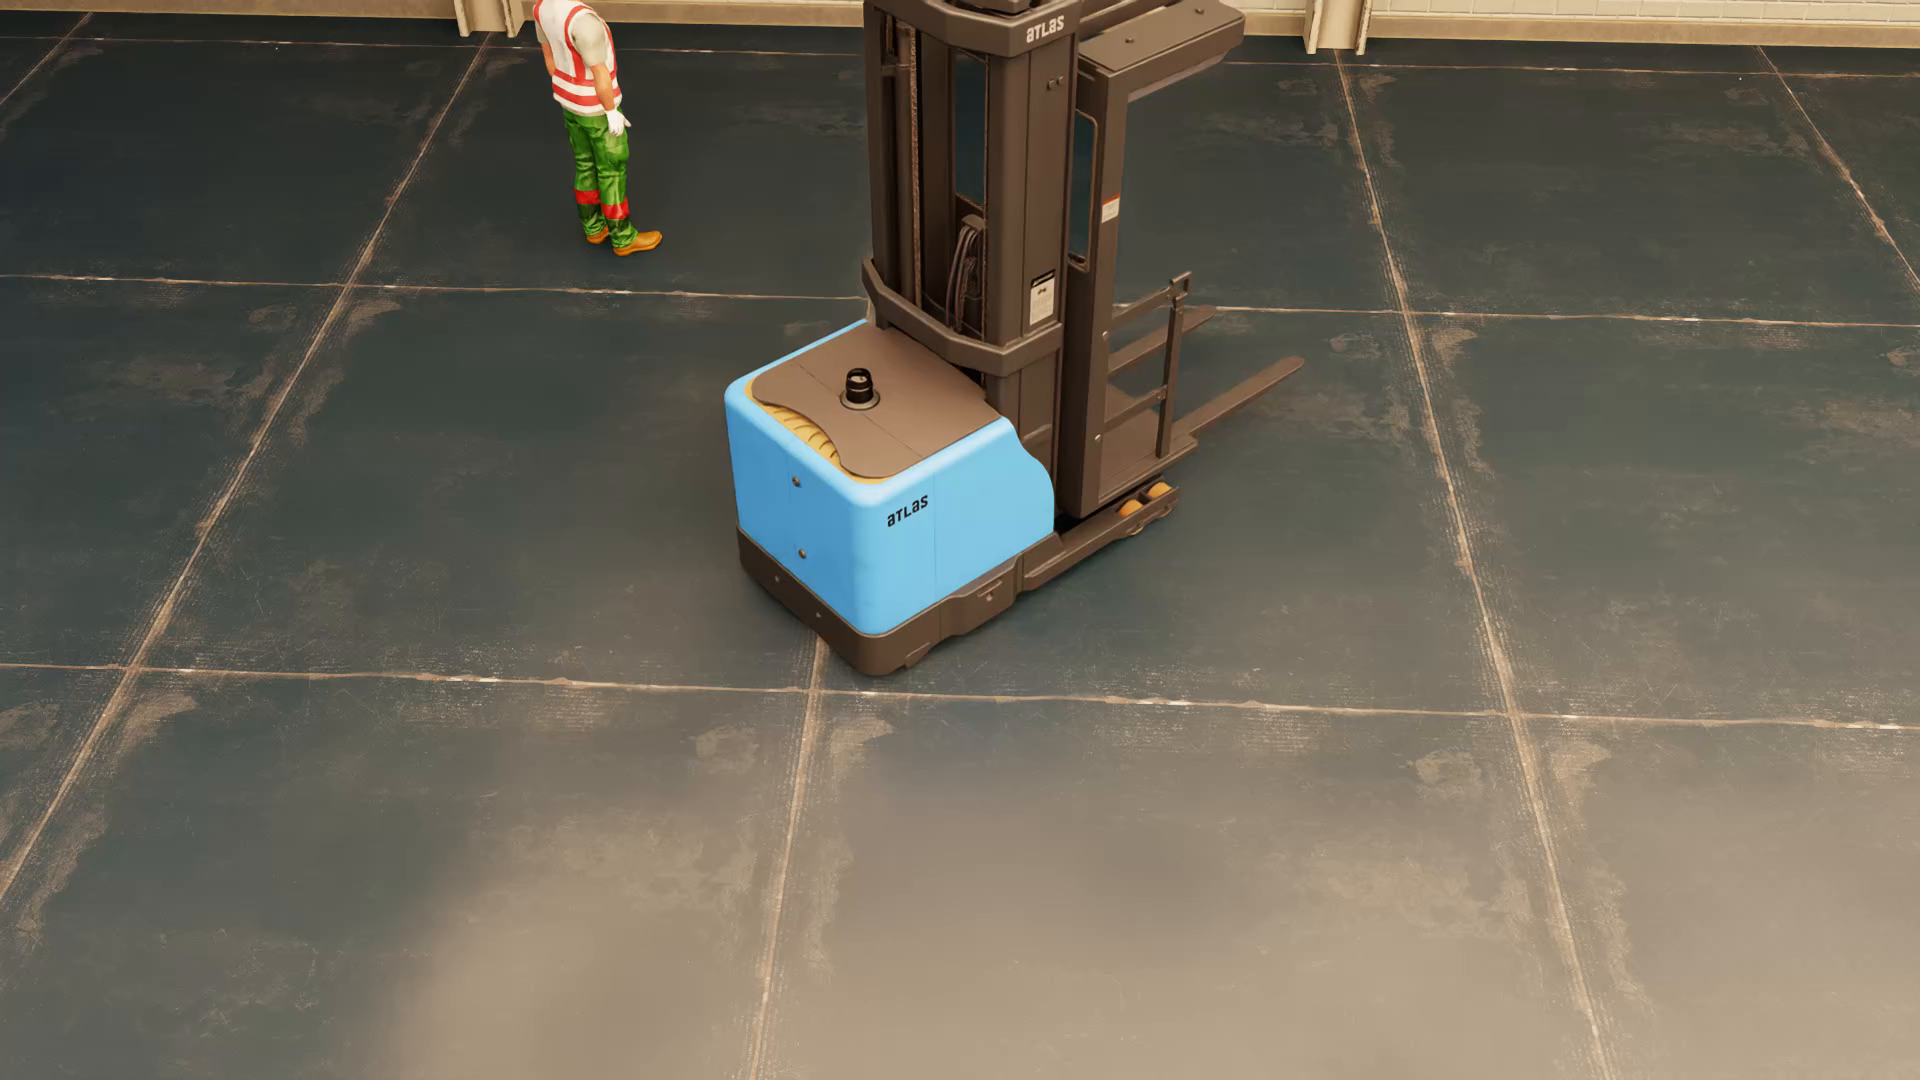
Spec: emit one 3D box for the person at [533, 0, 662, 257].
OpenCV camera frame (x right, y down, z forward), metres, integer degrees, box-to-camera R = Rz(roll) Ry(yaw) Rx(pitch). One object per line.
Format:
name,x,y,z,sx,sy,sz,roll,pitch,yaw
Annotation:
person,-2.047,-2.445,9.267,0.528,1.795,0.369,32,51,30

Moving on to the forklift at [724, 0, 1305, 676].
forklift,0.427,-1.349,7.220,3.031,2.935,1.130,-30,50,-29
